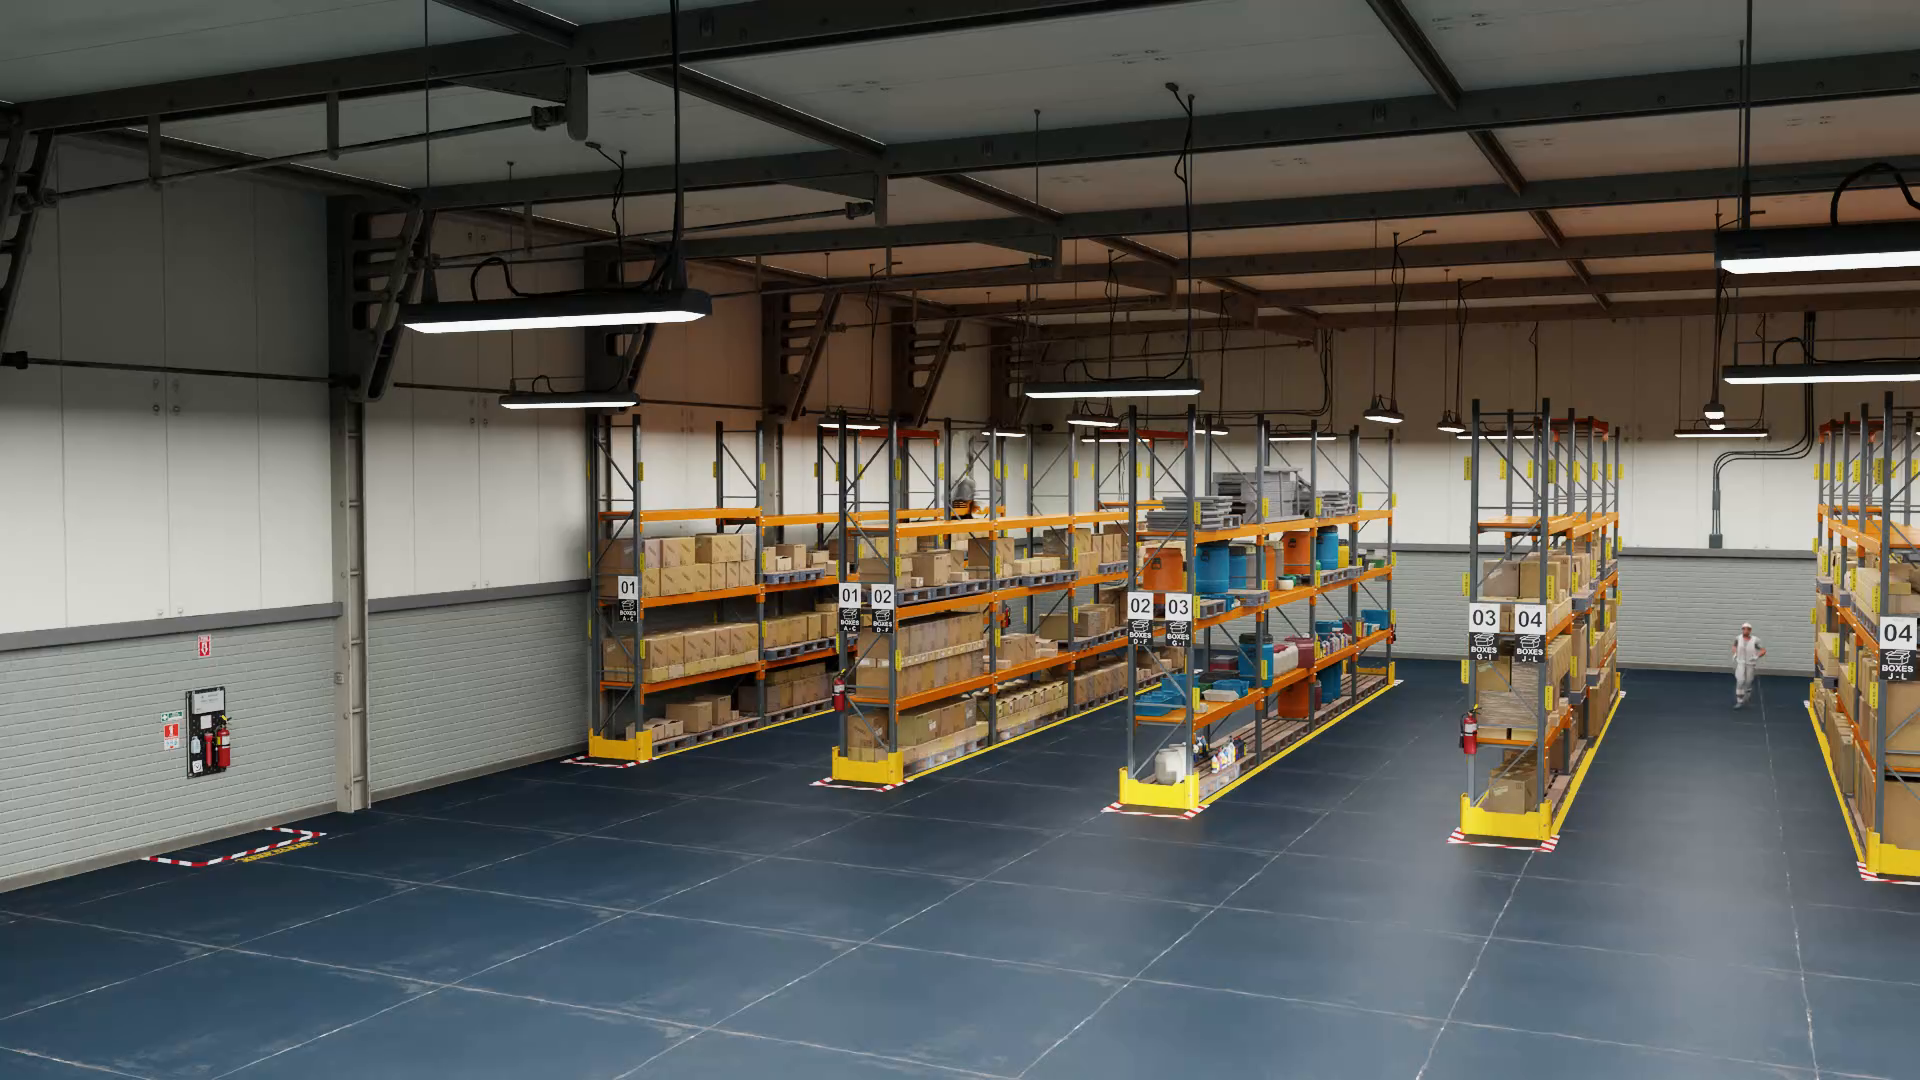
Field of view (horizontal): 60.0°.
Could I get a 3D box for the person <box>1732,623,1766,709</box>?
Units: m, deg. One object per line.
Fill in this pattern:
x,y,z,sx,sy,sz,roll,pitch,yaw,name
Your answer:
16.758,2.657,35.319,0.660,1.805,0.866,2,3,33,person
